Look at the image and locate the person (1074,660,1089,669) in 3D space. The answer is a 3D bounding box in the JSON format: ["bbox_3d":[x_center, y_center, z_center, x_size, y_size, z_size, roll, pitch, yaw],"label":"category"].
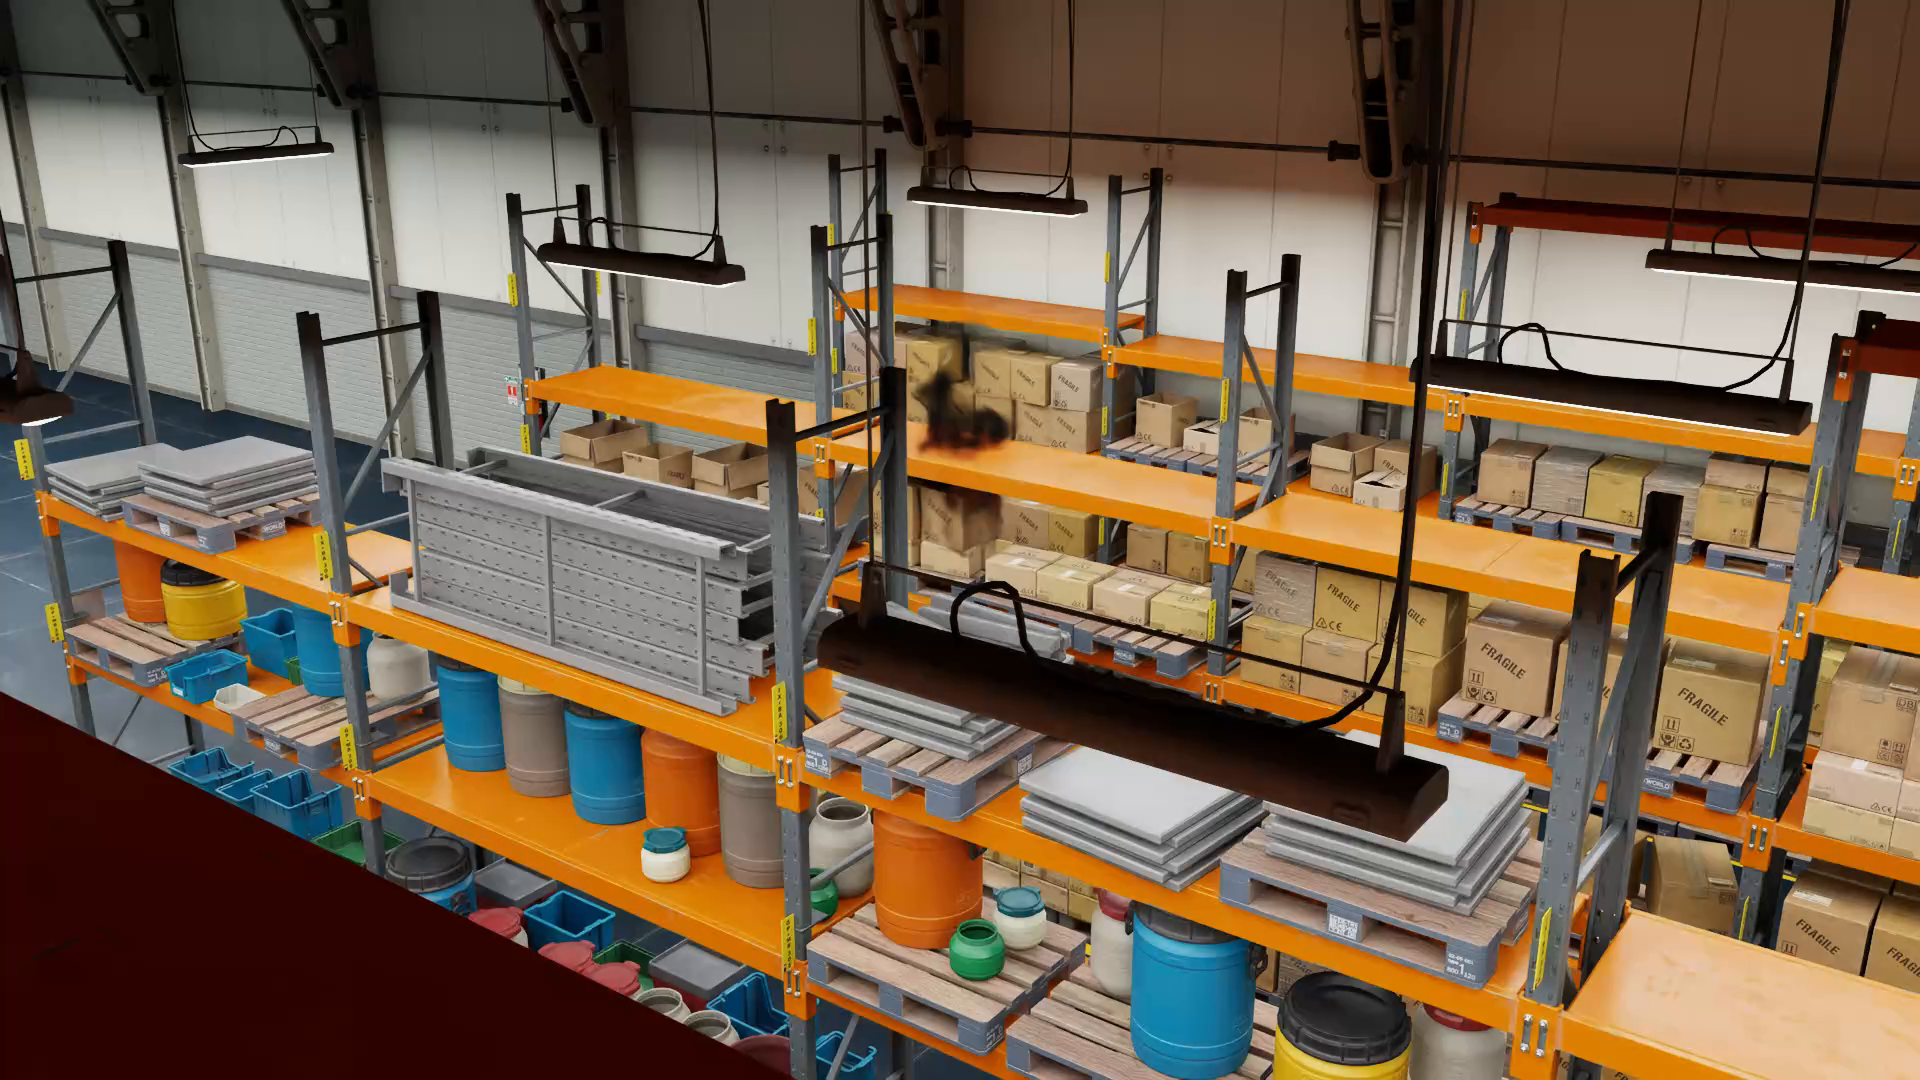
[{"bbox_3d":[1.101,1.910,16.800,0.595,1.655,0.562,10,21,27],"label":"person"}]
